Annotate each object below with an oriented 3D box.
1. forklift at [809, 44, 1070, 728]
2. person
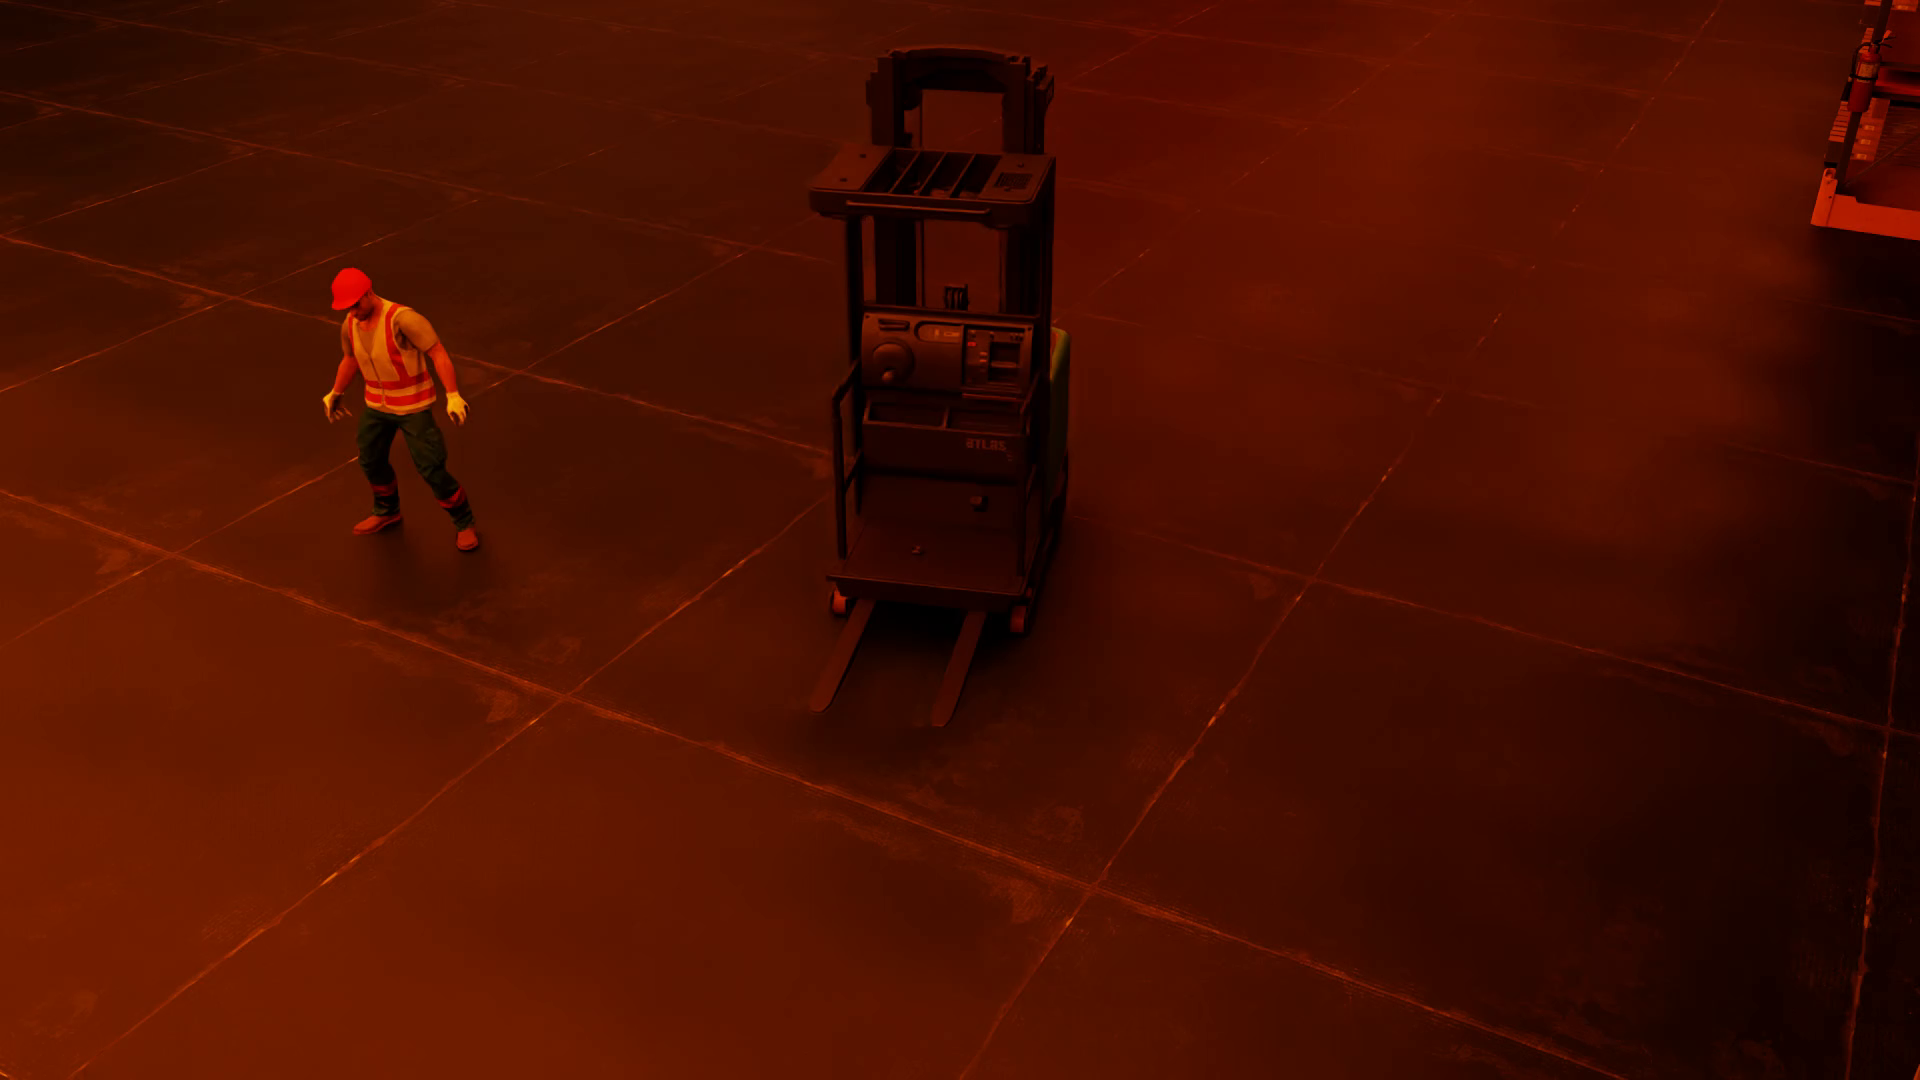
[{"bbox_3d":[-0.110,-0.952,8.721,1.130,2.935,3.031,6,30,10],"label":"forklift"},{"bbox_3d":[-3.283,-0.755,9.597,0.953,1.735,0.437,10,31,16],"label":"person"}]
